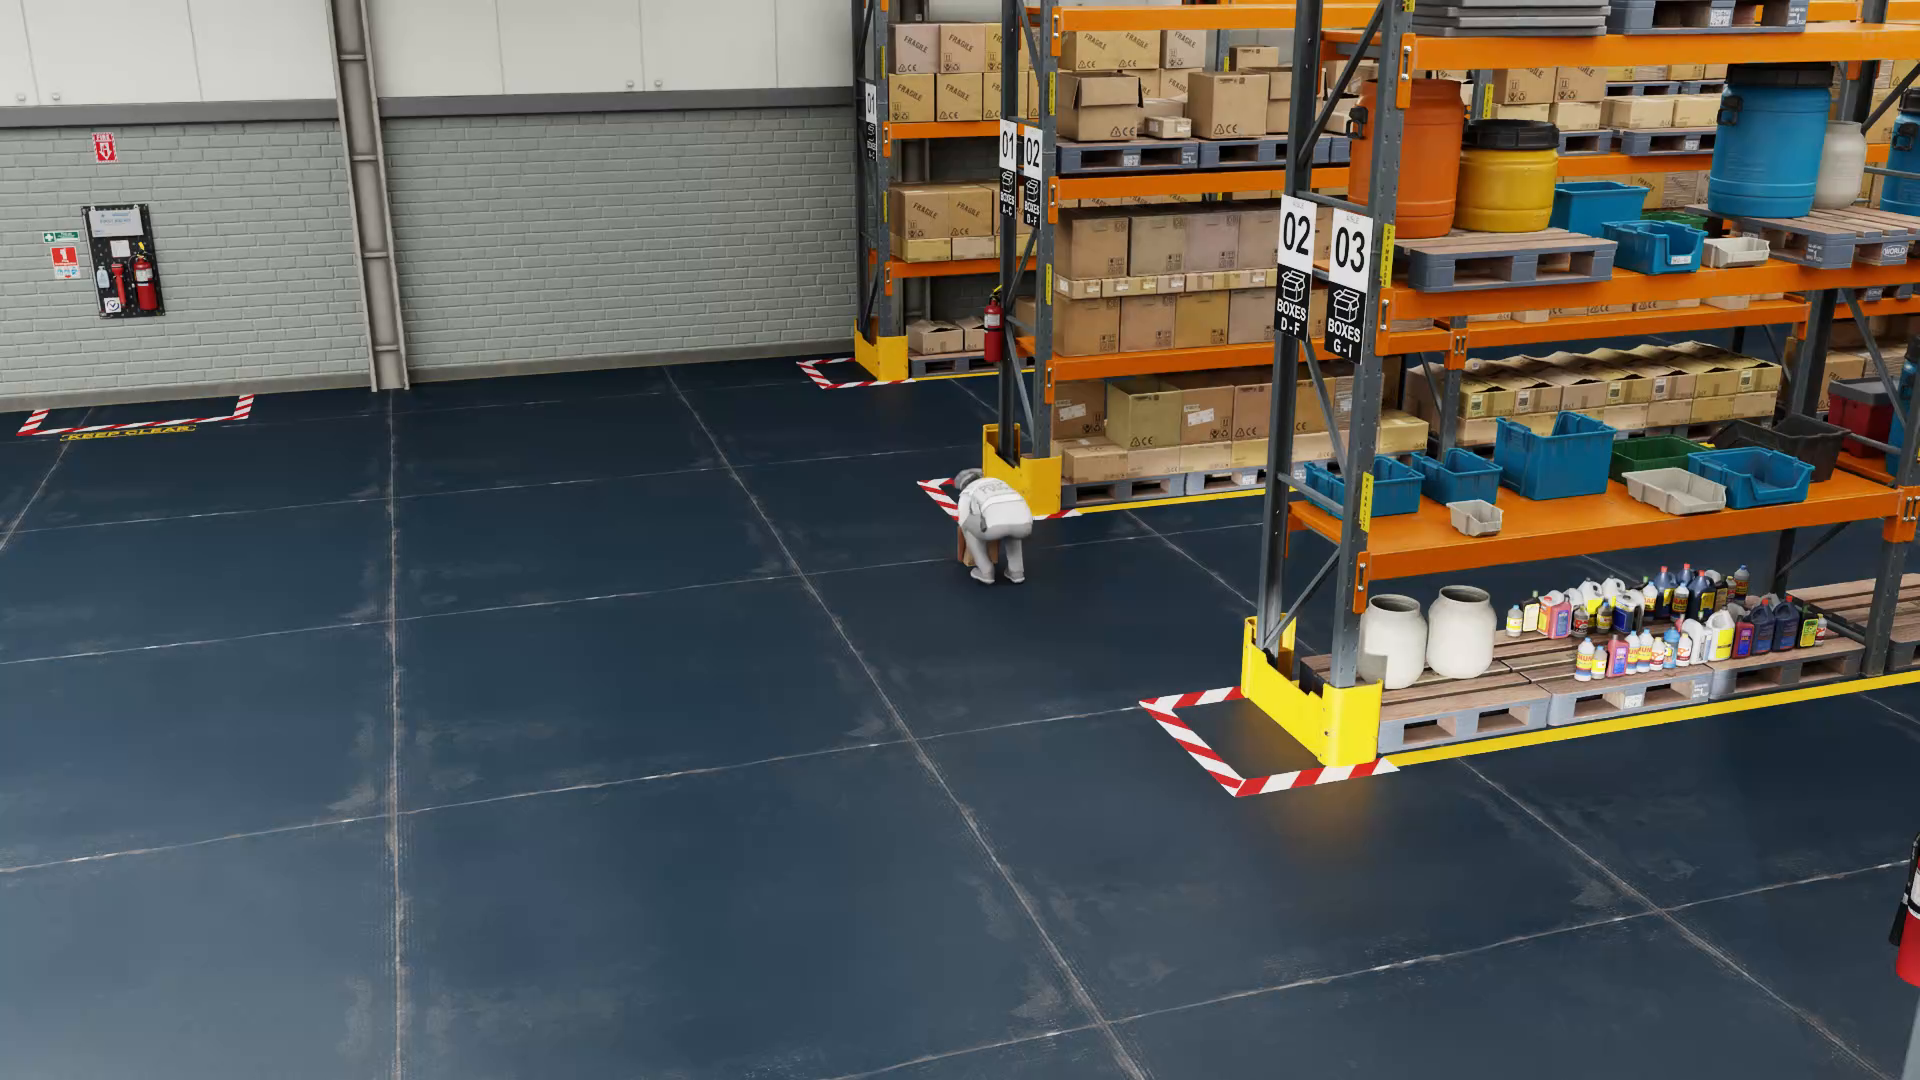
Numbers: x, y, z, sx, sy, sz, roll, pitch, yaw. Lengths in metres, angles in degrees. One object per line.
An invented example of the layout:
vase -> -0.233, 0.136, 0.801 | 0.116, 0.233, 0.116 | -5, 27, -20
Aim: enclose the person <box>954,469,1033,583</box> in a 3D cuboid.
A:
person -> 0.240, -0.094, 12.732 | 0.450, 0.769, 0.924 | -7, 20, -19
